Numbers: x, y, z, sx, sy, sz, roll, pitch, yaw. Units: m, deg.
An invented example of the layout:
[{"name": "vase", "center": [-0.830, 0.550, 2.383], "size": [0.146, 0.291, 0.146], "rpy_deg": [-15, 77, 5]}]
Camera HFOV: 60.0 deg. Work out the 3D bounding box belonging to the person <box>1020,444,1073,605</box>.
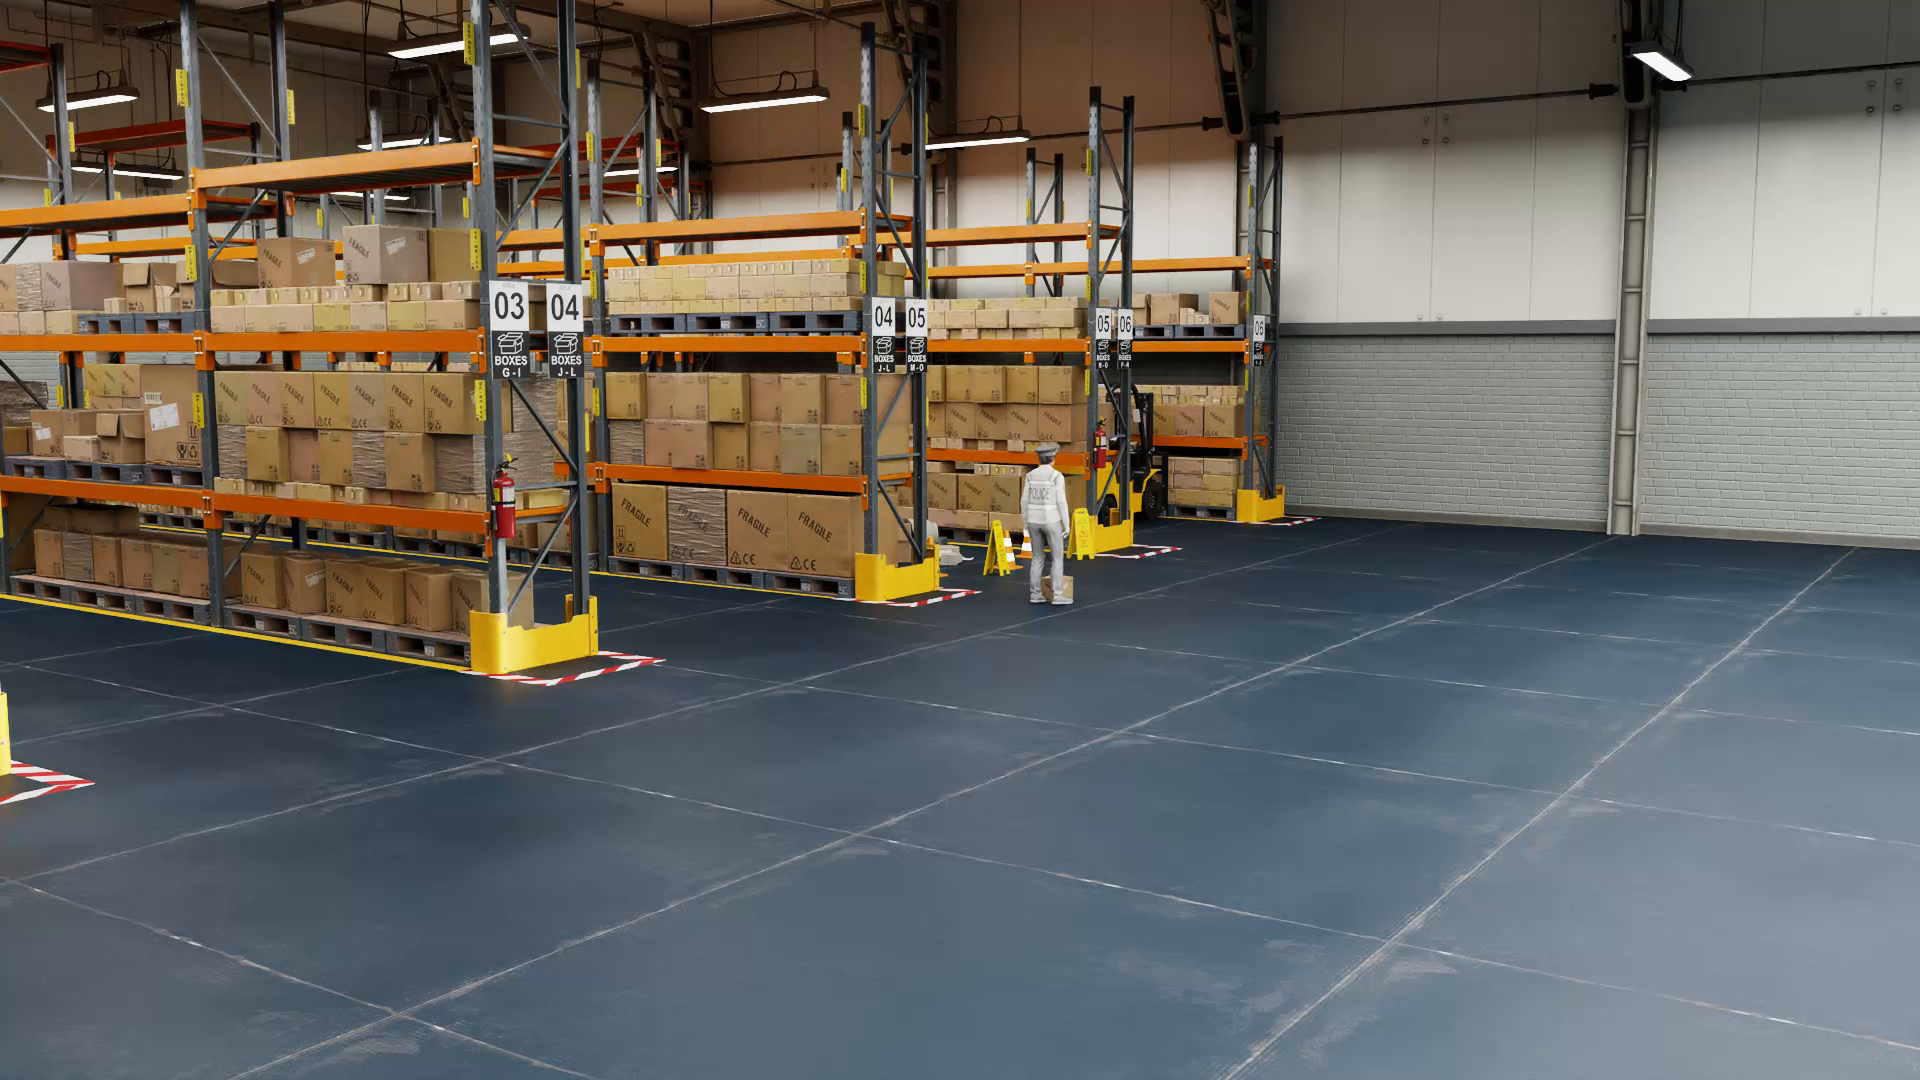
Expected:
[{"name": "person", "center": [0.897, -0.162, 17.417], "size": [0.547, 1.665, 0.373], "rpy_deg": [4, 7, 30]}]
